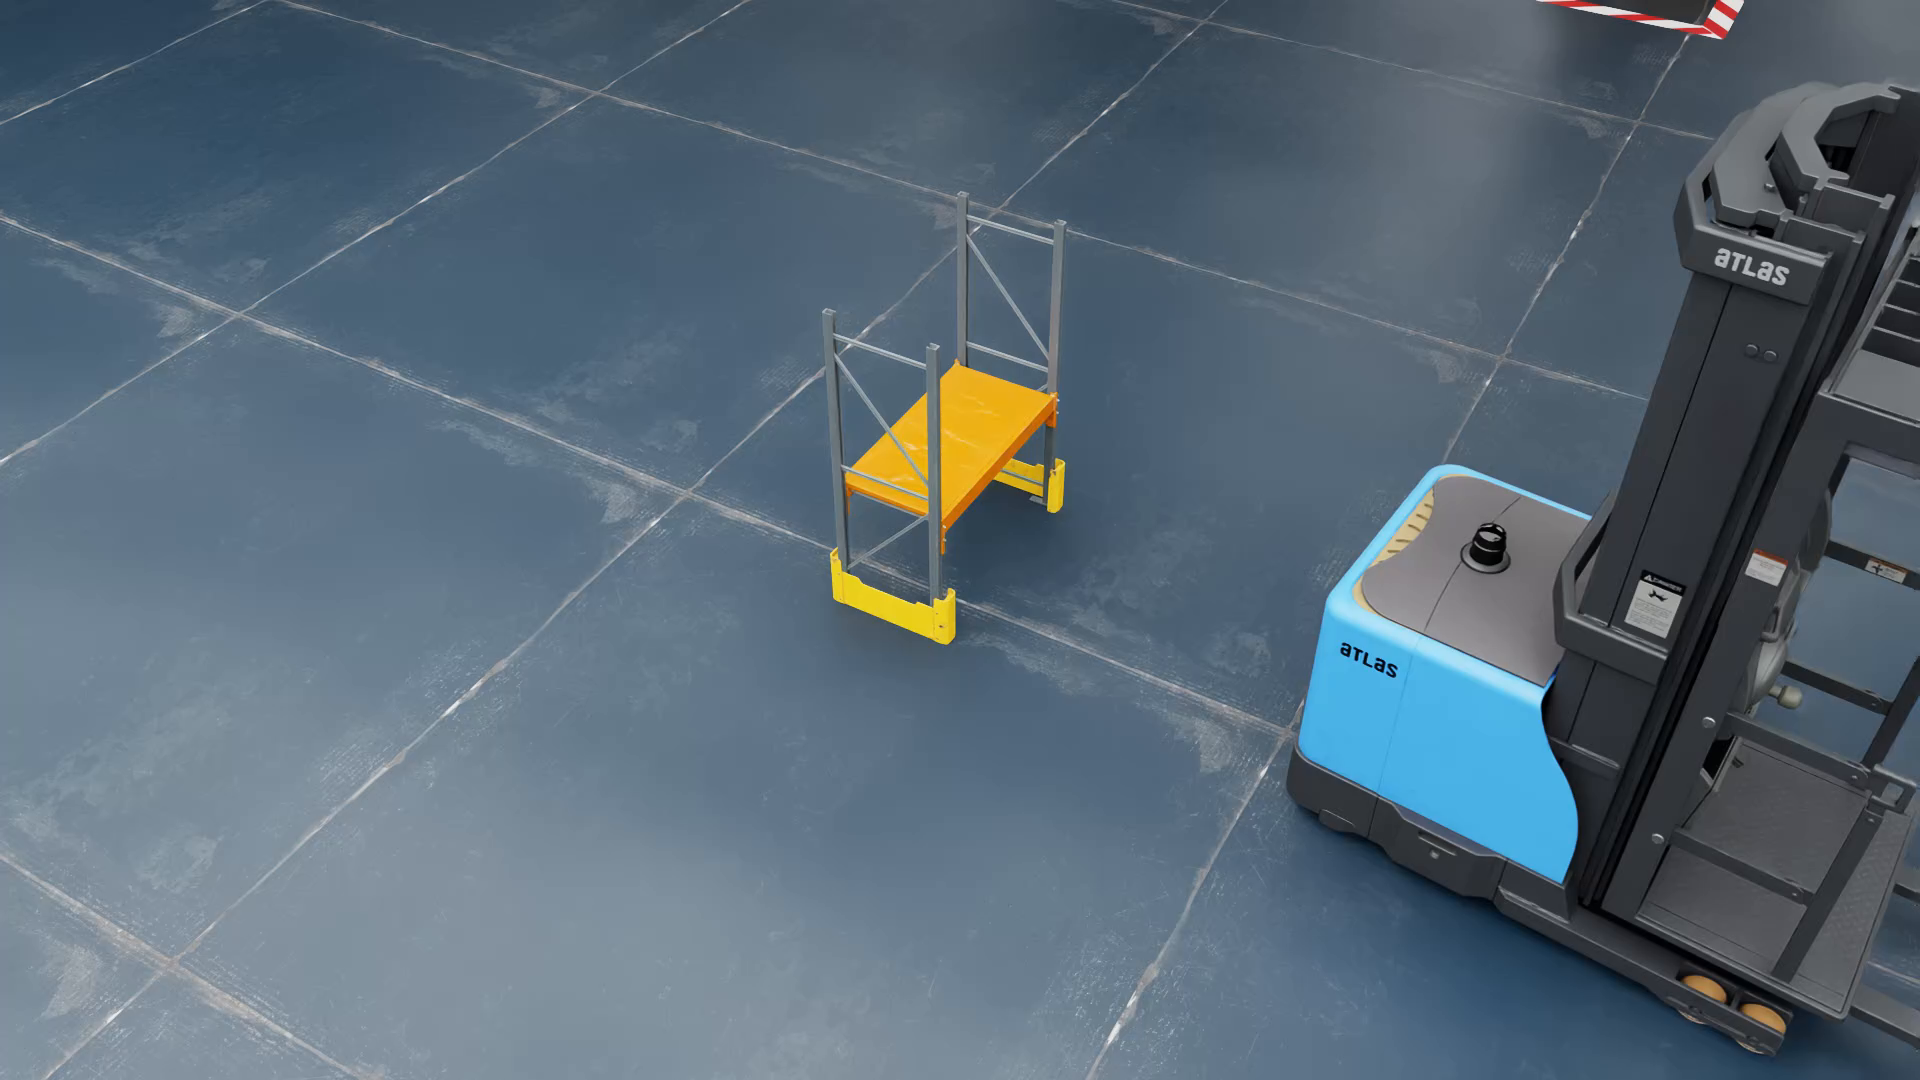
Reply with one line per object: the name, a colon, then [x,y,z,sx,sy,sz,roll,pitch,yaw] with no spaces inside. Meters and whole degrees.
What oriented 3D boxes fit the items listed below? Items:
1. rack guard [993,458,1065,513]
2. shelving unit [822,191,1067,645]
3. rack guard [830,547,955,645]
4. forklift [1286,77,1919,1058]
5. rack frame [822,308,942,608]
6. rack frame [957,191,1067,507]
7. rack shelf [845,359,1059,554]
rack guard: [0.211,-0.335,7.757,0.587,0.250,0.087,21,45,22]
shelving unit: [-0.038,-0.519,7.020,0.587,1.500,1.083,21,45,22]
rack guard: [-0.287,0.235,7.110,0.587,0.250,0.087,21,45,22]
forklift: [2.745,0.223,5.094,3.031,2.935,1.130,25,47,26]
rack frame: [-0.297,-0.223,6.684,0.500,1.500,0.032,21,45,22]
rack frame: [0.212,-0.805,7.345,0.500,1.500,0.032,21,45,22]
rack shelf: [-0.043,-0.379,7.133,0.538,0.185,1.000,21,45,22]
